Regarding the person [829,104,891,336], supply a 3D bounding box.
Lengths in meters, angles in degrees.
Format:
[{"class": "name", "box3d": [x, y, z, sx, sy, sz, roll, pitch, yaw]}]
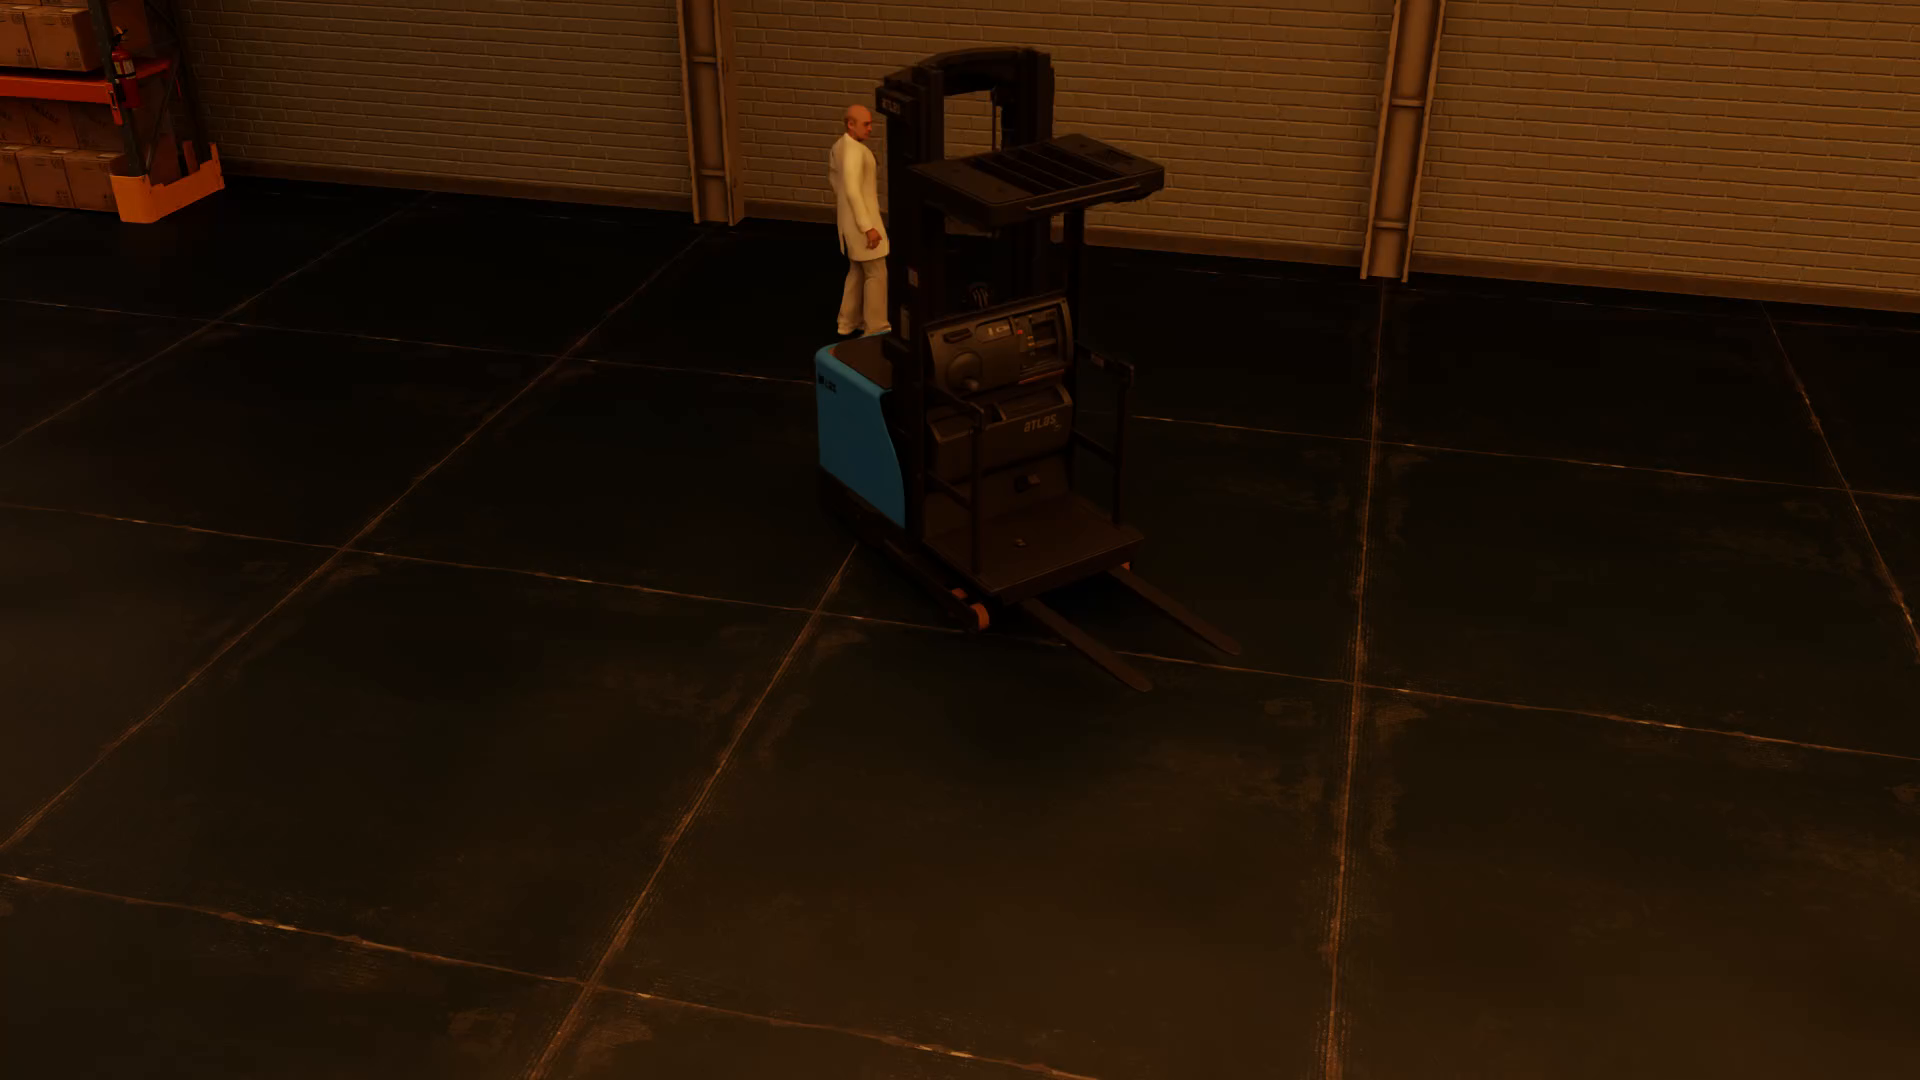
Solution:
[{"class": "person", "box3d": [-0.699, -2.403, 12.588, 0.513, 1.772, 0.755, -11, 31, -19]}]

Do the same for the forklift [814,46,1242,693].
[{"class": "forklift", "box3d": [0.348, -1.027, 8.983, 1.130, 2.935, 3.031, -18, 34, -29]}]
